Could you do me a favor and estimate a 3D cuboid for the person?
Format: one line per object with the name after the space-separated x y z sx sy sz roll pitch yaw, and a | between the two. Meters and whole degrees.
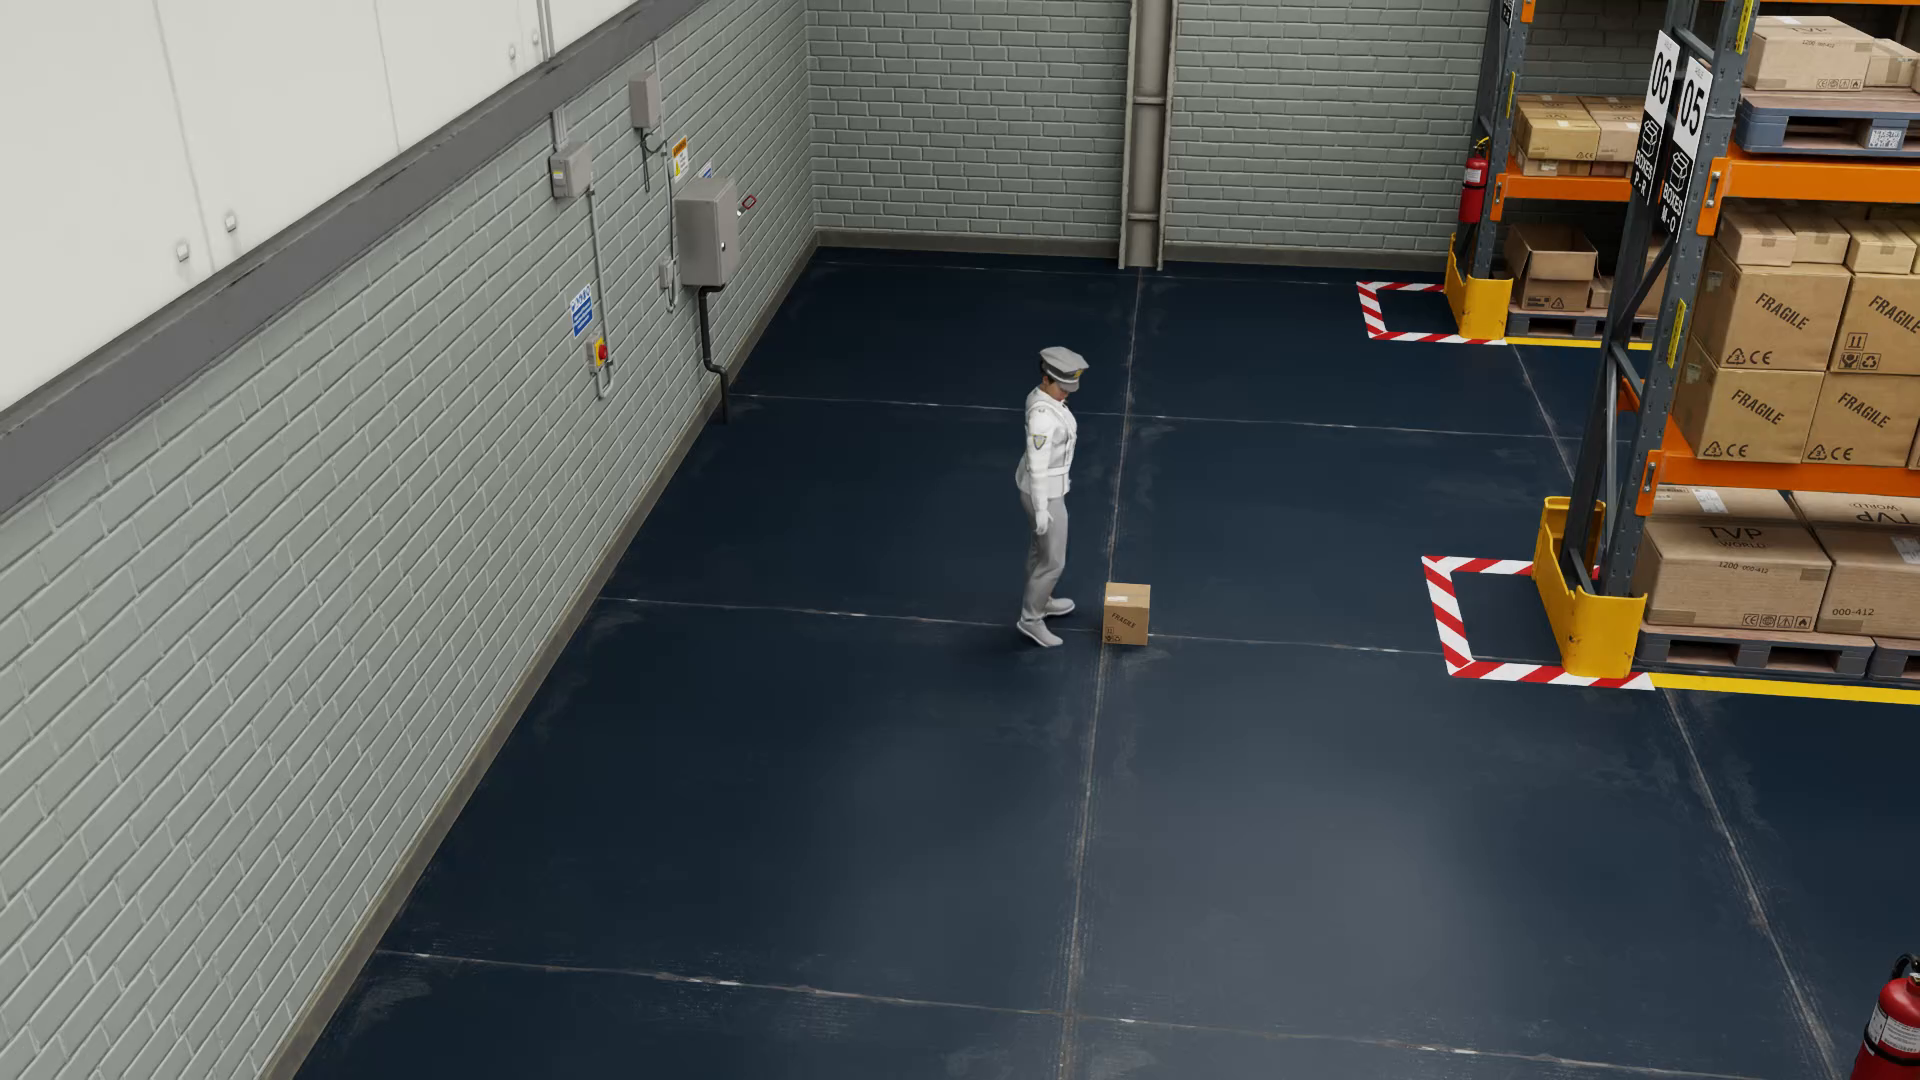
0.488 -0.244 9.082 0.374 1.713 0.562 -1 29 -1 | person
